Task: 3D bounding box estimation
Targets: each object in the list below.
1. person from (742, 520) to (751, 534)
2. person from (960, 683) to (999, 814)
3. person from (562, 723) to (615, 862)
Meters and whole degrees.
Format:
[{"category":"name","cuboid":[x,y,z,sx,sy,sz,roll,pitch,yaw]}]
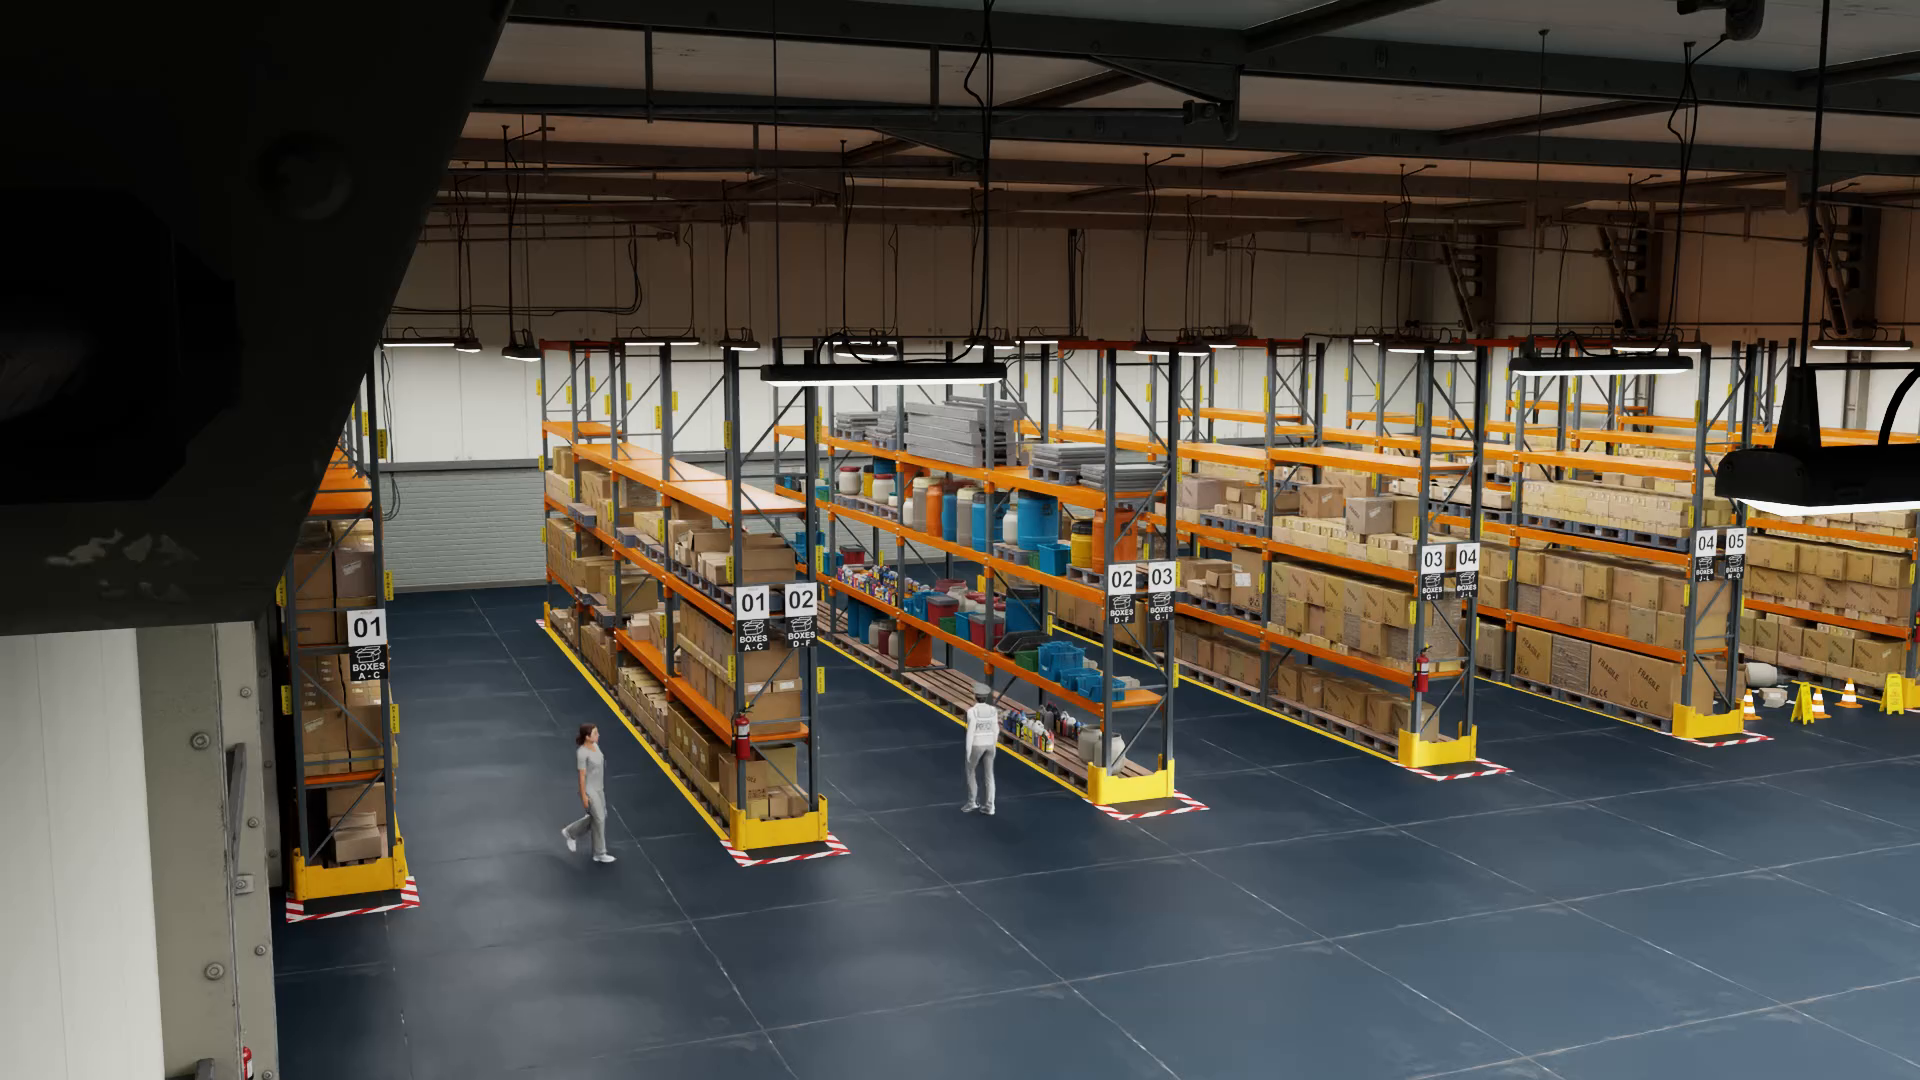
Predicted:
[{"category":"person","cuboid":[-5.262,0.276,39.759,0.571,1.716,1.049,0,7,-3]},{"category":"person","cuboid":[0.291,2.732,21.555,0.517,1.737,0.580,-3,8,-25]},{"category":"person","cuboid":[-4.347,2.954,19.618,0.649,1.645,0.470,2,8,17]}]
